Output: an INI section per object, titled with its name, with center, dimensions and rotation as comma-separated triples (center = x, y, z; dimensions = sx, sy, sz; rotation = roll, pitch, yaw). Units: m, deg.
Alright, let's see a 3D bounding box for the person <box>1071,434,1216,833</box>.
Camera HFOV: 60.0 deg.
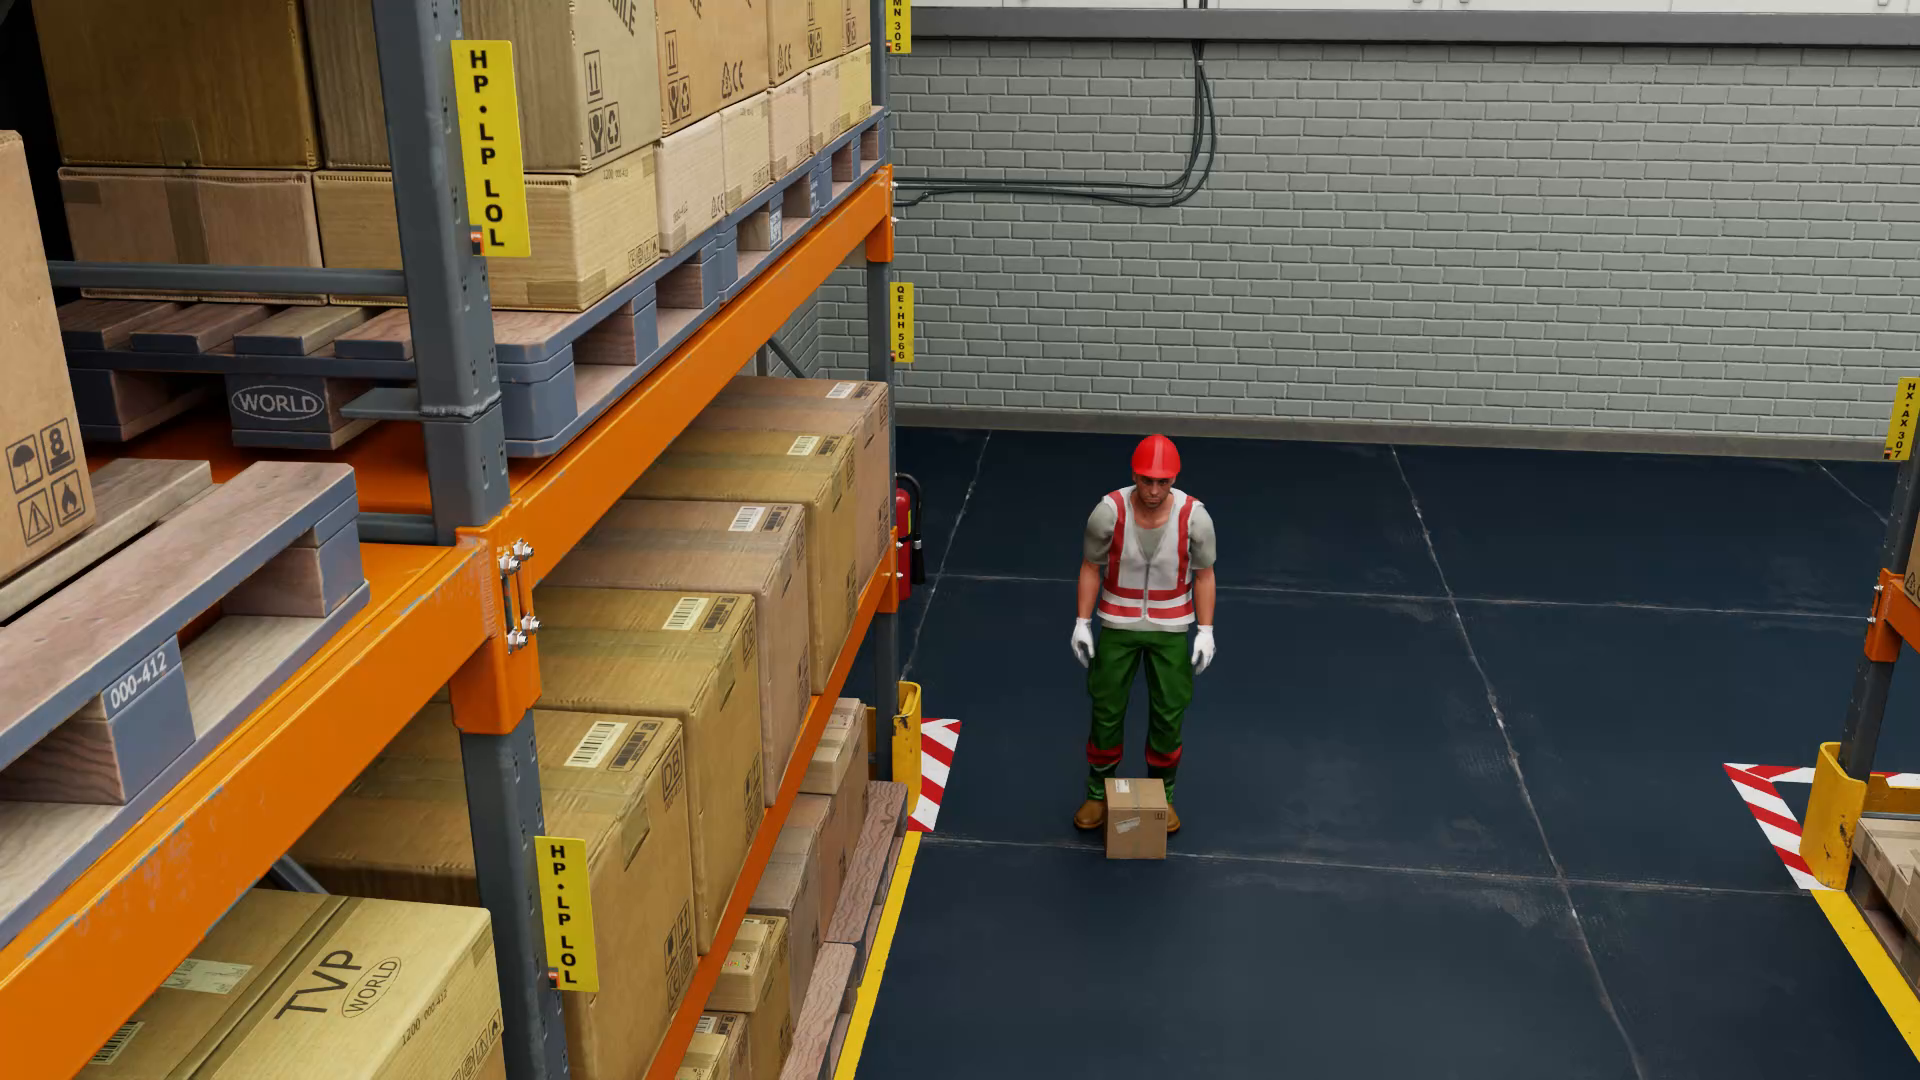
[person]
center = 0.777, 0.393, 7.033
dimensions = 0.609, 1.780, 0.448
rotation = 3, 21, 7
